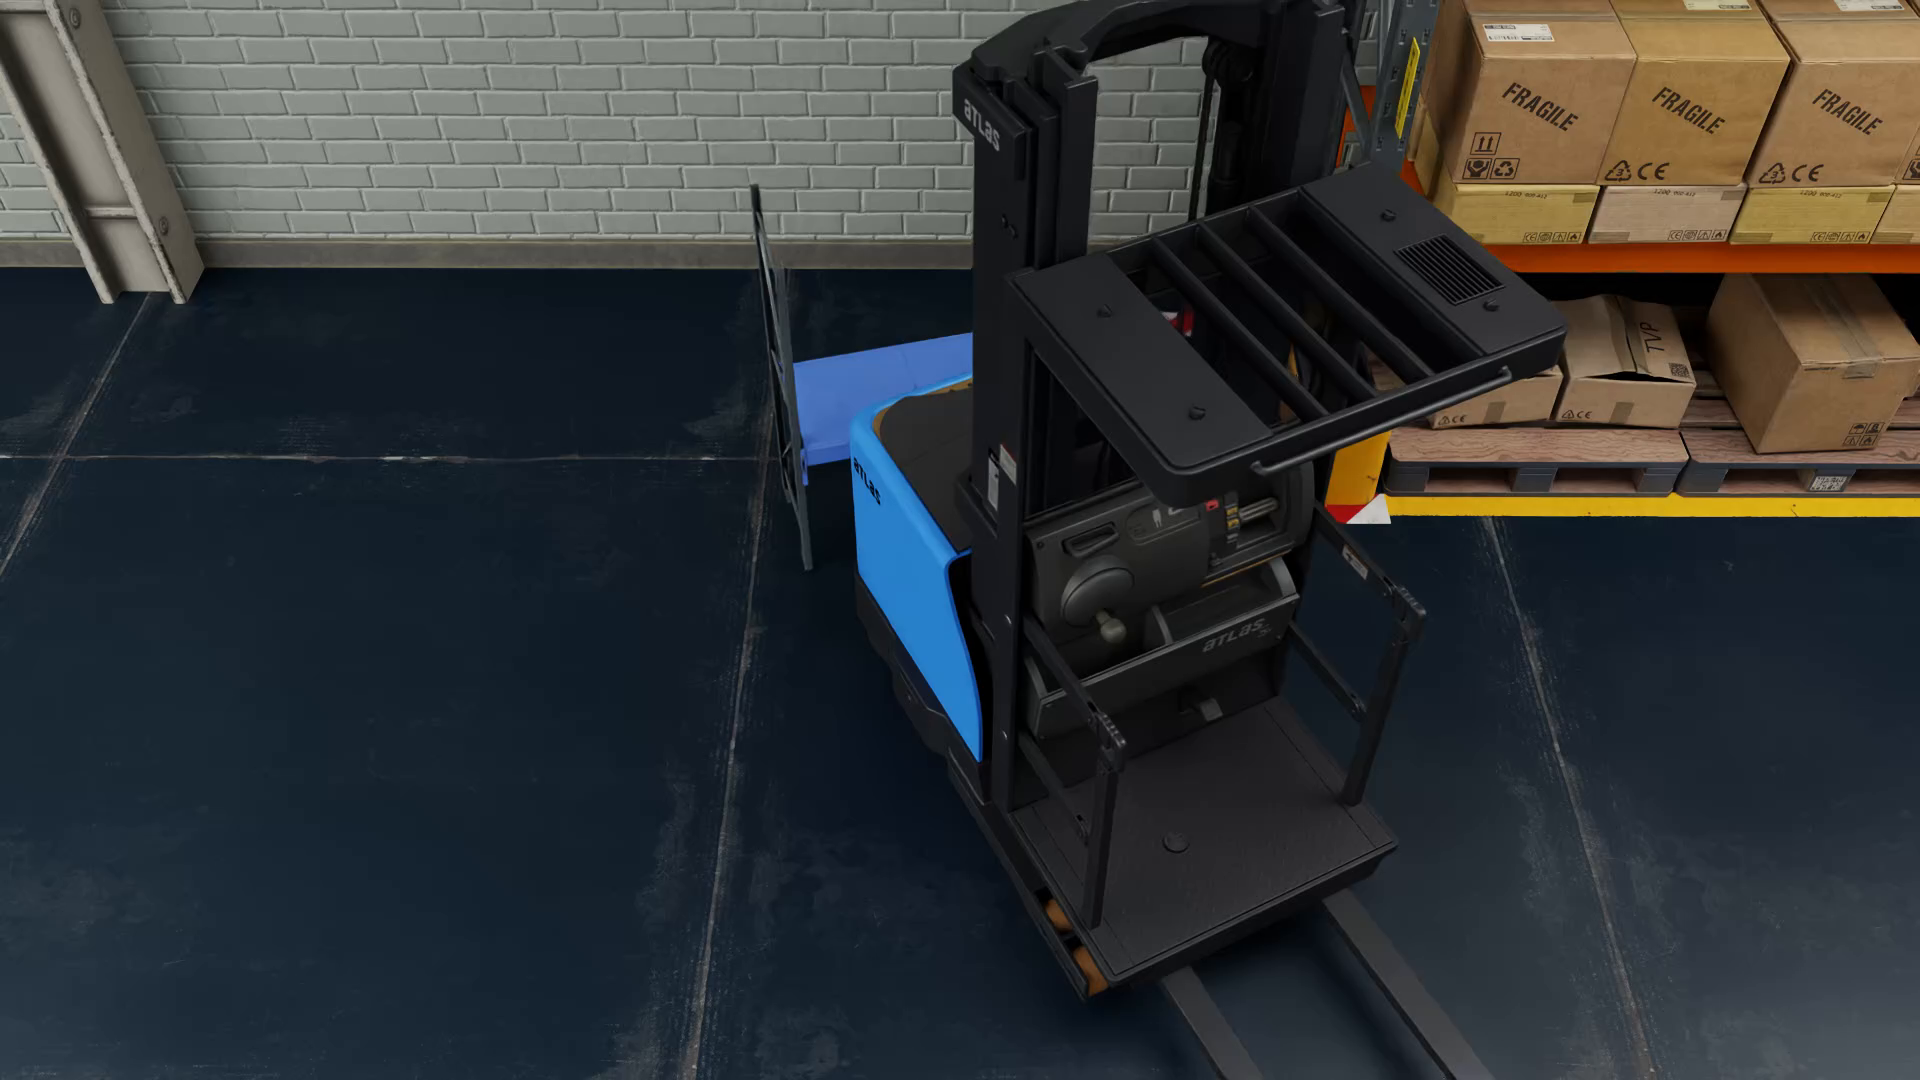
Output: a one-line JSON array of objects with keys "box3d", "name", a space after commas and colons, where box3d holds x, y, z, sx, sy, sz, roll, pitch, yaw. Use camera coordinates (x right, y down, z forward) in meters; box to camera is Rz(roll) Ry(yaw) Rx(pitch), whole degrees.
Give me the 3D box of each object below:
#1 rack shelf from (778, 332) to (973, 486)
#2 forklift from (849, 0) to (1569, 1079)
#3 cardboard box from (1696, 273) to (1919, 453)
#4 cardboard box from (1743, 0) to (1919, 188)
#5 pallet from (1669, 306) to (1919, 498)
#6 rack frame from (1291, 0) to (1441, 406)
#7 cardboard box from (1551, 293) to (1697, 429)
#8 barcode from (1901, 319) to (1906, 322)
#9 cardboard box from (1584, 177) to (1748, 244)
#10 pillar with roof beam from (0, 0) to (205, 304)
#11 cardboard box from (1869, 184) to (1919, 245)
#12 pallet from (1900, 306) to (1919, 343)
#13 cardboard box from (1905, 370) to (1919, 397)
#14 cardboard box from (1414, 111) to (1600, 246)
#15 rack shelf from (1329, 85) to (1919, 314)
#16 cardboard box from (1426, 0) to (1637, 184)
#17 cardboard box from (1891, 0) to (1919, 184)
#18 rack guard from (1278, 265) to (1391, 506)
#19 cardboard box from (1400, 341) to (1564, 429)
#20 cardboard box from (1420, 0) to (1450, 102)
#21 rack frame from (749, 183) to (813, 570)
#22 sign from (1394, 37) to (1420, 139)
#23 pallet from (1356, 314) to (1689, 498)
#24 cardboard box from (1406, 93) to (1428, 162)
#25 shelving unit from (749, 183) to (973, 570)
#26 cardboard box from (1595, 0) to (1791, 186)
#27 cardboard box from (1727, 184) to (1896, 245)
[{"box3d": [-0.174, -0.542, 6.476, 1.000, 0.185, 0.538, -11, 48, -10], "name": "rack shelf"}, {"box3d": [0.723, 0.092, 4.662, 1.130, 2.935, 3.031, -21, 50, -18], "name": "forklift"}, {"box3d": [3.474, -0.785, 6.839, 0.500, 0.500, 0.700, -3, 47, -2], "name": "cardboard box"}, {"box3d": [2.966, -1.570, 5.739, 0.500, 0.500, 0.500, -1, 47, -1], "name": "cardboard box"}, {"box3d": [3.584, -0.611, 7.174, 1.213, 0.211, 1.003, 0, 47, 0], "name": "pallet"}, {"box3d": [1.479, -1.595, 6.185, 0.127, 3.000, 1.000, 0, 47, 0], "name": "rack frame"}, {"box3d": [2.741, -0.759, 6.944, 0.500, 0.311, 0.500, 4, 47, 3], "name": "cardboard box"}, {"box3d": [4.009, -0.921, 7.129, 0.075, 0.075, 0.001, 0, 47, 0], "name": "barcode"}, {"box3d": [2.485, -1.326, 6.024, 0.500, 0.250, 0.500, -1, 47, -1], "name": "cardboard box"}, {"box3d": [-3.834, -1.135, 1.659, 0.400, 9.000, 9.100, 0, 47, 0], "name": "pillar with roof beam"}, {"box3d": [3.500, -1.317, 6.015, 0.500, 0.250, 0.500, 1, 47, 1], "name": "cardboard box"}, {"box3d": [4.807, -0.610, 7.173, 1.213, 0.211, 1.003, 0, 47, 0], "name": "pallet"}, {"box3d": [3.880, -0.781, 7.075, 0.250, 0.149, 0.380, -3, 47, -3], "name": "cardboard box"}, {"box3d": [1.966, -1.317, 6.015, 0.500, 0.250, 0.500, -1, 47, -1], "name": "cardboard box"}, {"box3d": [3.479, -1.344, 6.443, 4.000, 0.370, 1.077, 0, 47, 0], "name": "rack shelf"}, {"box3d": [1.955, -1.585, 5.752, 0.500, 0.500, 0.500, 0, 47, 0], "name": "cardboard box"}, {"box3d": [3.482, -1.577, 5.745, 0.500, 0.500, 0.500, 1, 47, 1], "name": "cardboard box"}, {"box3d": [1.555, -0.743, 7.100, 0.348, 0.500, 1.175, 0, 47, 0], "name": "rack guard"}, {"box3d": [2.170, -0.761, 6.945, 0.500, 0.311, 0.500, -5, 47, -4], "name": "cardboard box"}, {"box3d": [1.951, -1.960, 6.102, 0.500, 0.500, 0.500, 0, 47, 0], "name": "cardboard box"}, {"box3d": [-0.665, -0.570, 6.256, 0.032, 1.500, 0.500, -11, 48, -10], "name": "rack frame"}, {"box3d": [1.477, -1.493, 5.499, 0.005, 0.325, 0.100, 0, 47, 0], "name": "sign"}, {"box3d": [2.367, -0.616, 7.179, 1.213, 0.211, 1.003, 0, 47, 0], "name": "pallet"}, {"box3d": [1.947, -1.691, 6.364, 0.500, 0.250, 0.500, 1, 47, 1], "name": "cardboard box"}, {"box3d": [-0.174, -0.665, 6.344, 1.048, 1.500, 0.538, -11, 48, -10], "name": "shelving unit"}, {"box3d": [2.449, -1.576, 5.744, 0.500, 0.500, 0.500, 0, 47, 0], "name": "cardboard box"}, {"box3d": [2.994, -1.320, 6.018, 0.500, 0.250, 0.500, -1, 47, 0], "name": "cardboard box"}]
